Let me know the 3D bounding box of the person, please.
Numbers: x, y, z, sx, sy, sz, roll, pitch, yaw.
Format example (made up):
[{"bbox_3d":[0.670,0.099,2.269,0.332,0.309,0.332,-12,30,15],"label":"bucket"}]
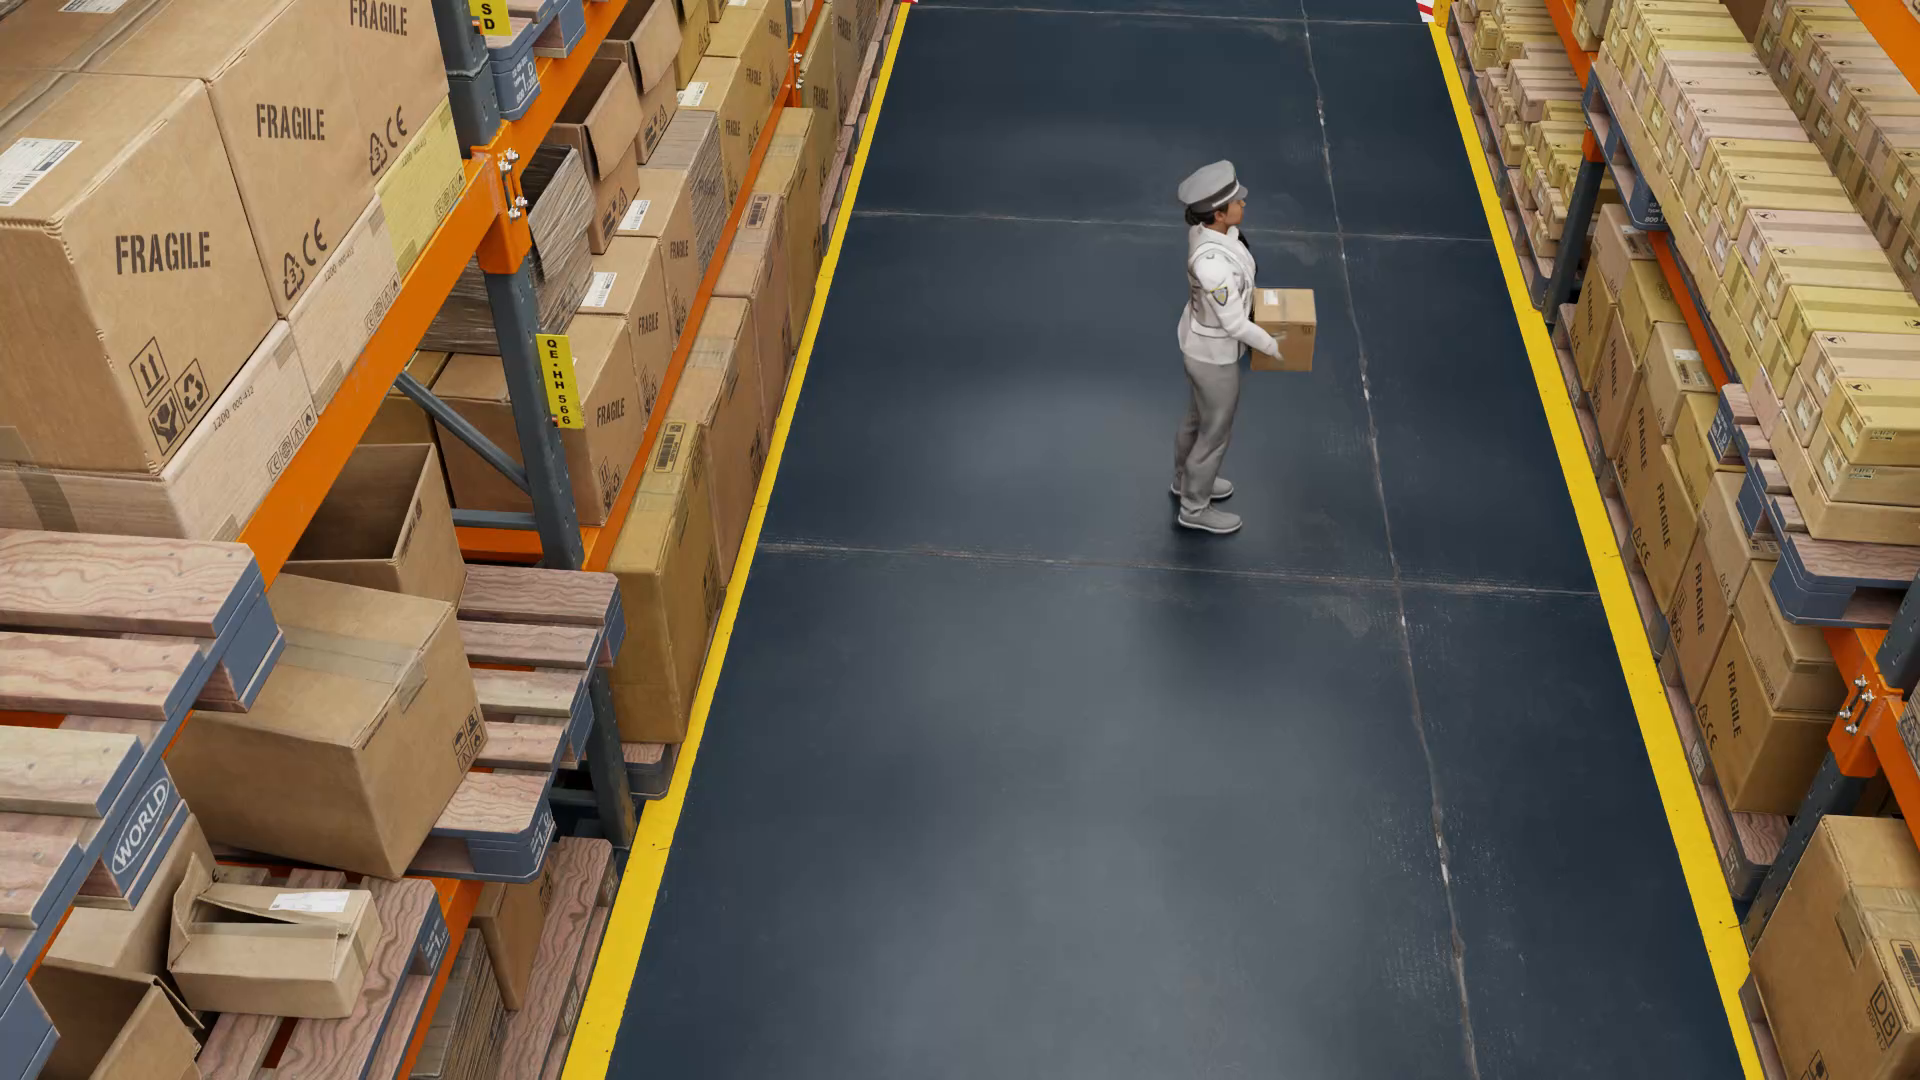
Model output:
[{"bbox_3d":[1.146,-0.821,7.097,0.552,1.697,0.468,2,40,2],"label":"person"}]
